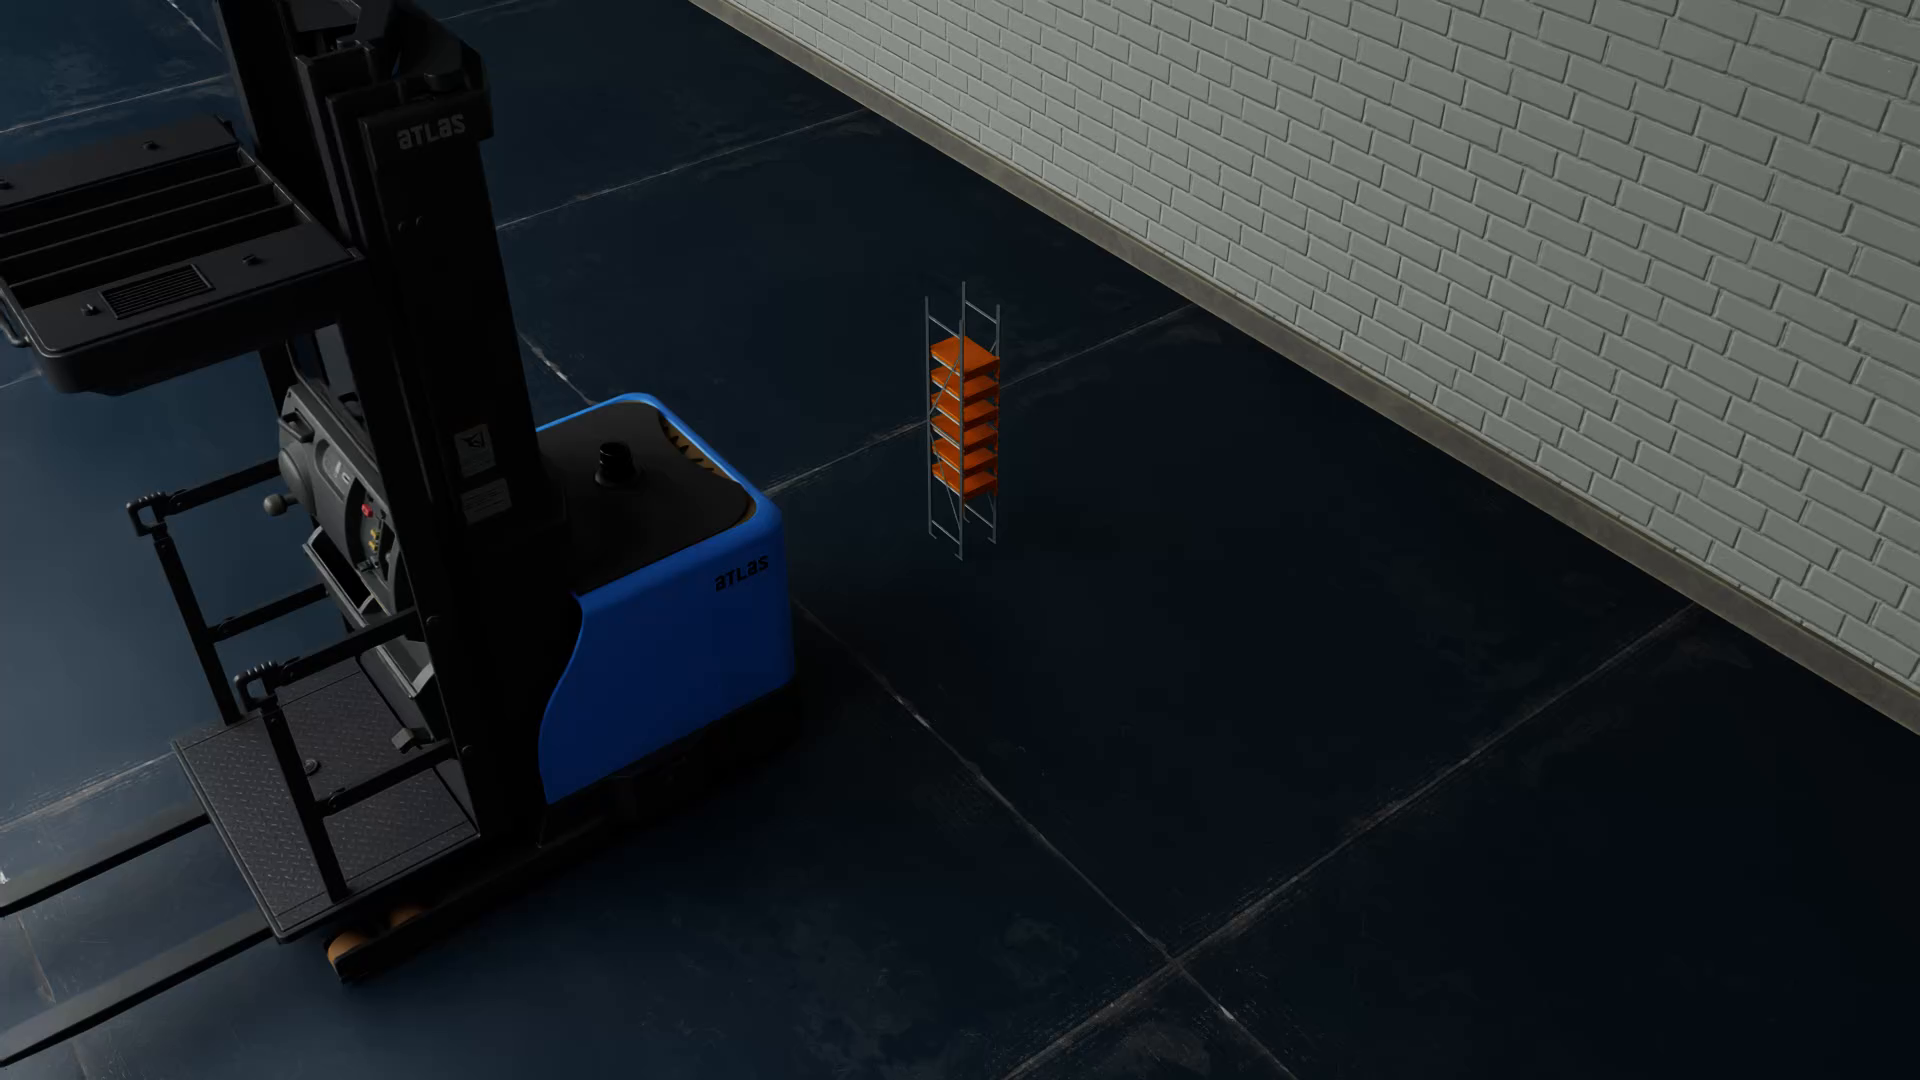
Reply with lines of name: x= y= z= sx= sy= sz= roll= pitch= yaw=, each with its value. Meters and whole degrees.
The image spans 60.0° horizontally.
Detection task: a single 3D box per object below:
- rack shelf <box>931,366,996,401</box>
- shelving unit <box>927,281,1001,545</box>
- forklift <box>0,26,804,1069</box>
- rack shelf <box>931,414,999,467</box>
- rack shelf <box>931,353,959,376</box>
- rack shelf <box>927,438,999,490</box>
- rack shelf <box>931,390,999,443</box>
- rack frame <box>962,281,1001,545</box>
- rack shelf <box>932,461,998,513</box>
rack shelf: x=0.011 y=-0.642 z=6.735 sx=0.171 sy=0.034 sz=0.221 roll=-26 pitch=46 yaw=-28
shelving unit: x=0.013 y=-0.470 z=6.877 sx=0.184 sy=1.200 sz=0.258 roll=-26 pitch=46 yaw=-28
forklift: x=-2.071 y=-0.018 z=5.067 sx=3.031 sy=2.797 sz=1.129 roll=-26 pitch=46 yaw=-28
rack shelf: x=0.011 y=-0.435 z=6.904 sx=0.180 sy=0.103 sz=0.258 roll=-26 pitch=46 yaw=-28
rack shelf: x=0.011 y=-0.729 z=6.664 sx=0.166 sy=0.020 sz=0.199 roll=-26 pitch=46 yaw=-28
rack shelf: x=0.011 y=-0.342 z=6.981 sx=0.180 sy=0.103 sz=0.258 roll=-26 pitch=46 yaw=-28
rack shelf: x=0.011 y=-0.528 z=6.828 sx=0.180 sy=0.103 sz=0.258 roll=-26 pitch=46 yaw=-28
rack frame: x=0.084 y=-0.505 z=6.919 sx=0.006 sy=1.200 sz=0.240 roll=-26 pitch=46 yaw=-28
rack shelf: x=0.011 y=-0.250 z=7.057 sx=0.180 sy=0.103 sz=0.258 roll=-26 pitch=46 yaw=-28
